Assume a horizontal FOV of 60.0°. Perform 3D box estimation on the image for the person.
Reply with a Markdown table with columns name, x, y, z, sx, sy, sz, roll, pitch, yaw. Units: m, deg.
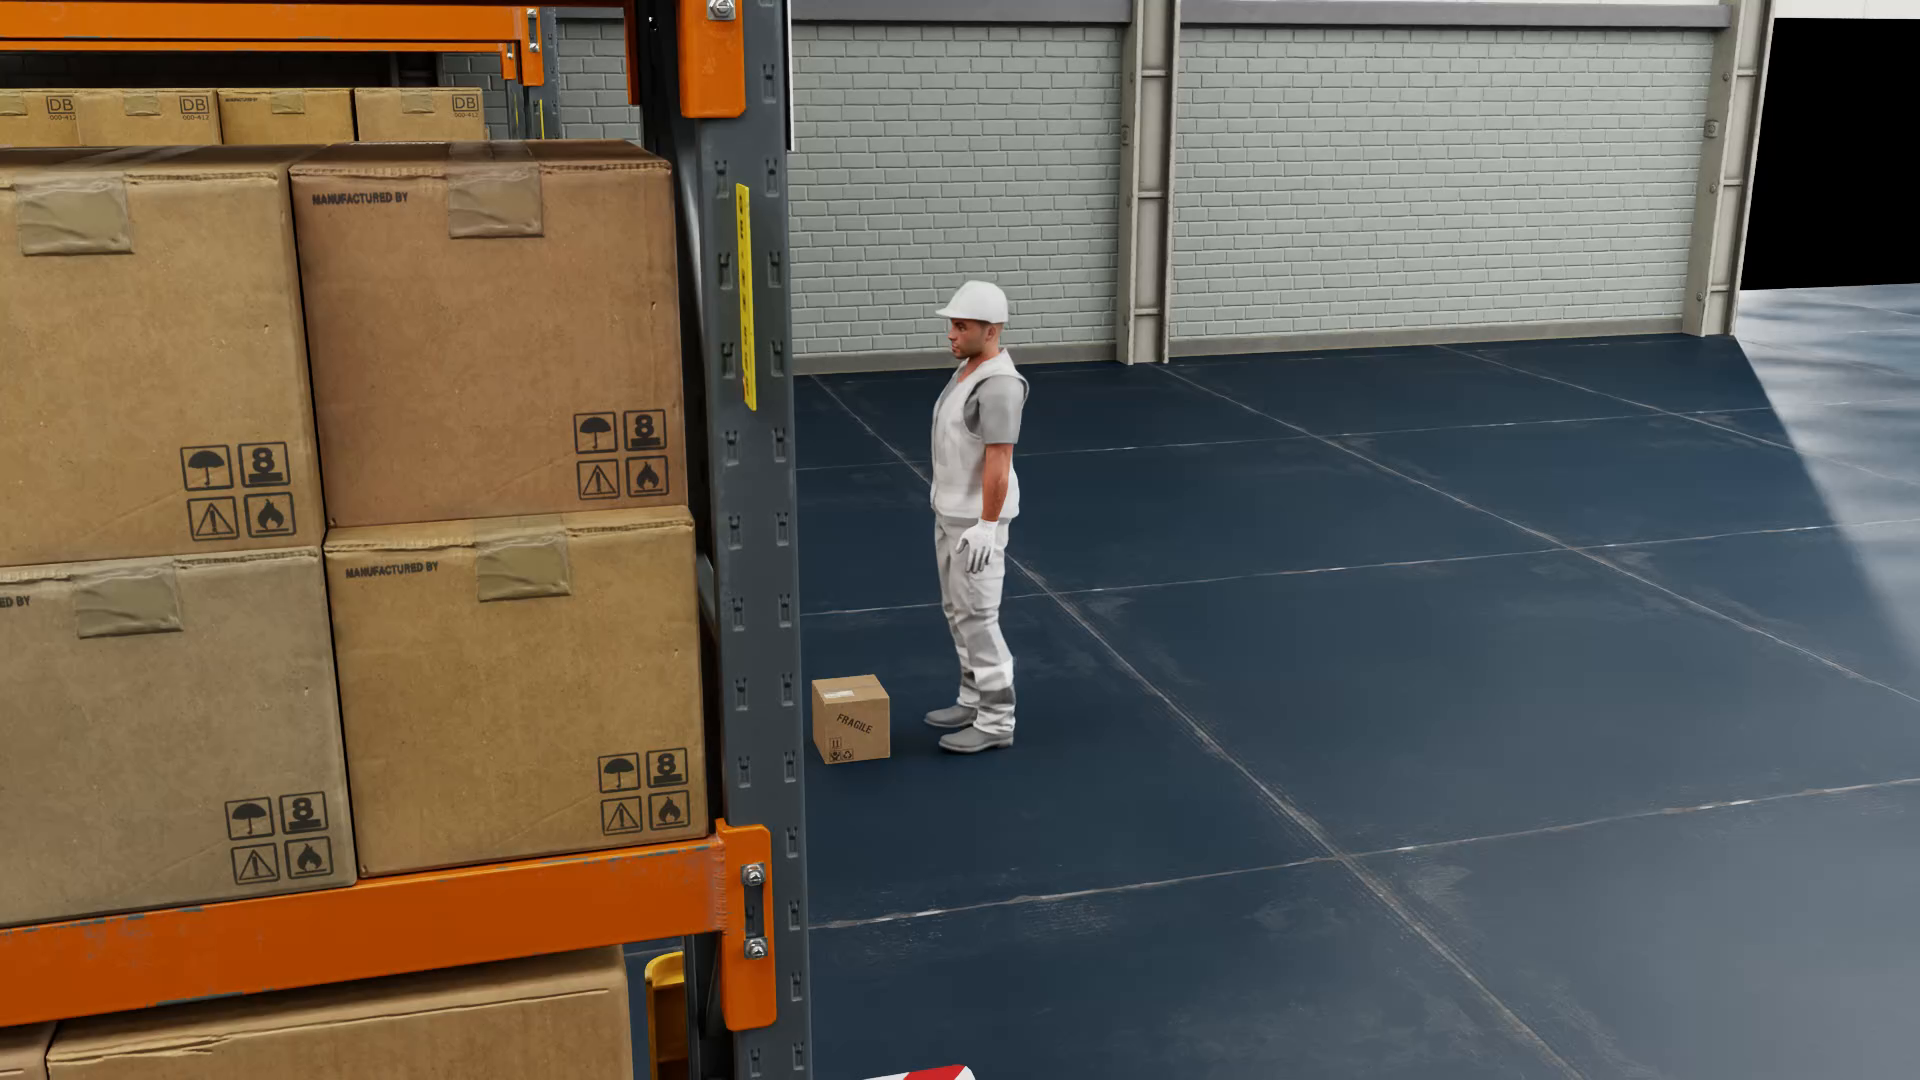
| name | x | y | z | sx | sy | sz | roll | pitch | yaw |
| --- | --- | --- | --- | --- | --- | --- | --- | --- | --- |
| person | 0.055 | -0.083 | 6.287 | 0.338 | 1.783 | 0.525 | -4 | 16 | -14 |
